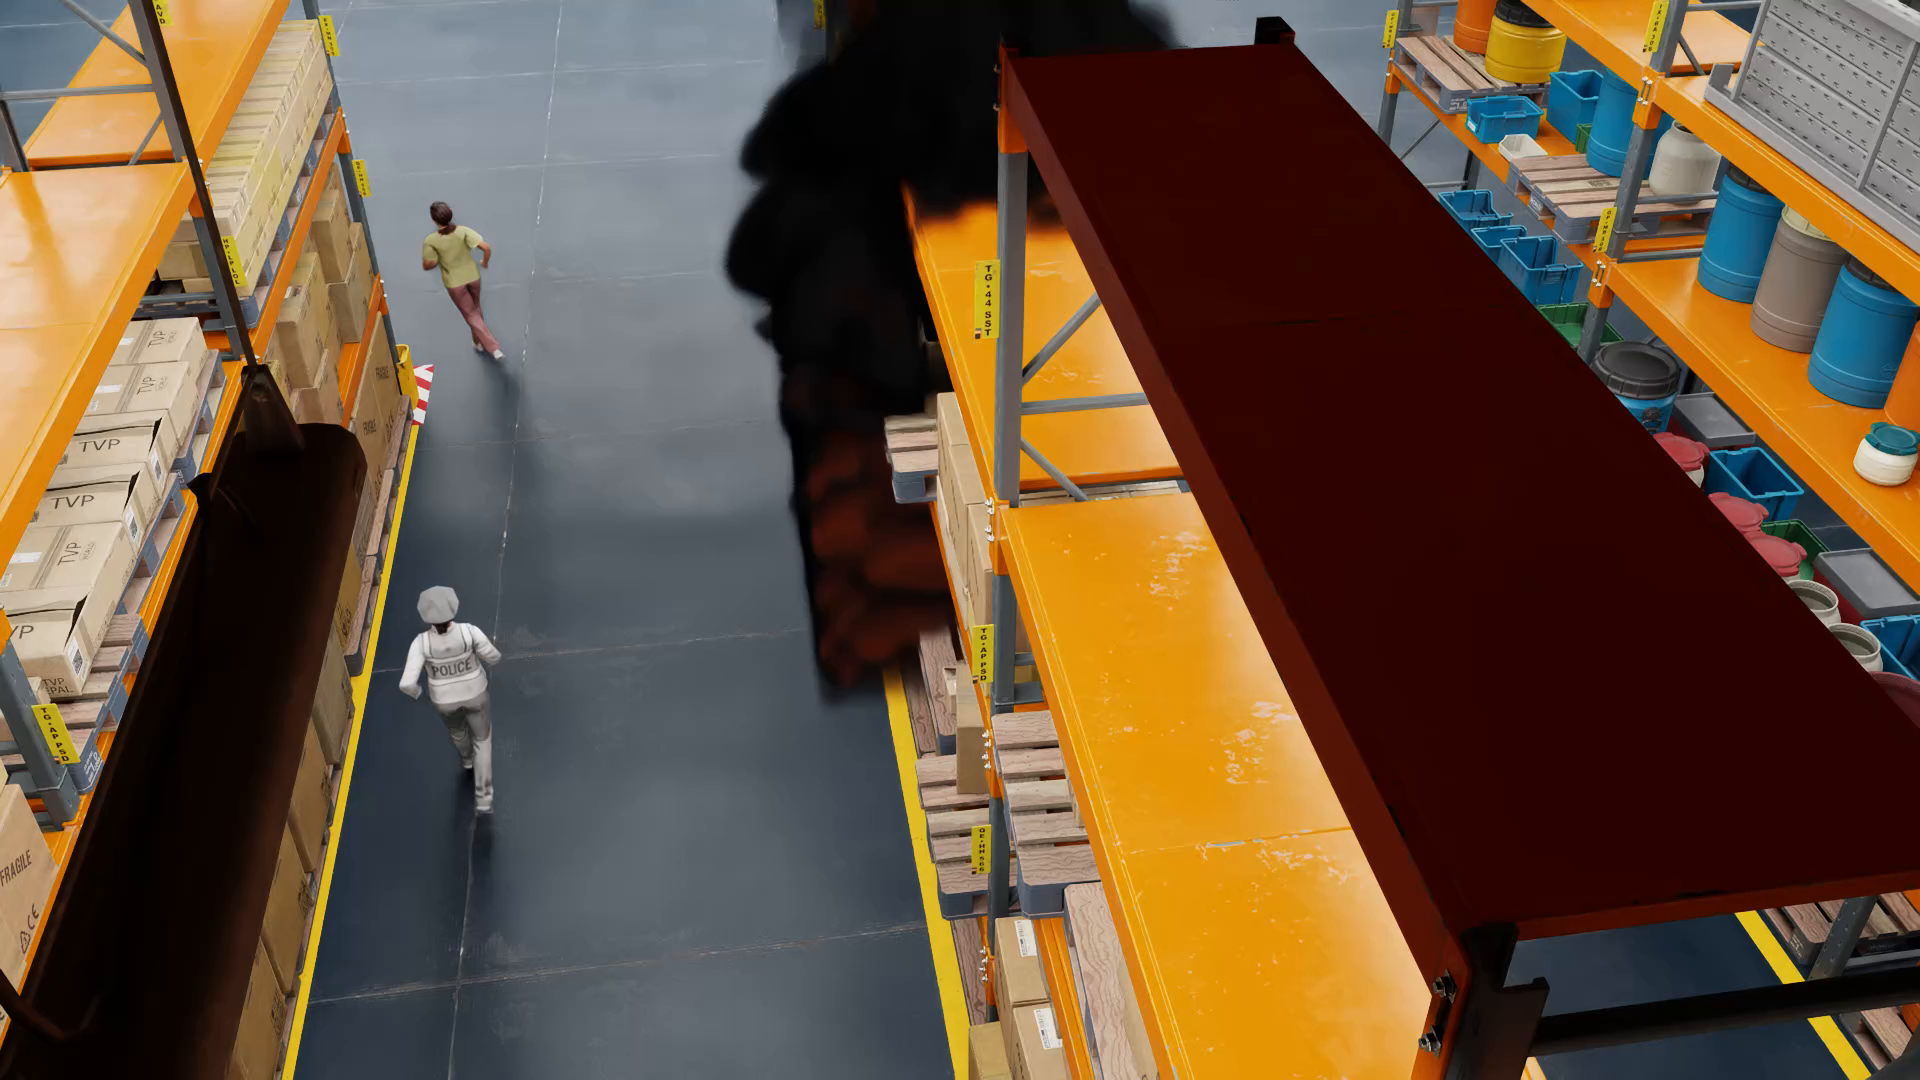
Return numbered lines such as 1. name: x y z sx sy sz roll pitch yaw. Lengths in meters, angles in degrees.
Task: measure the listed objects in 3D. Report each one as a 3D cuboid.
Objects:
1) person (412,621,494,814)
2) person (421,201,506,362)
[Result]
1. person: -3.250 1.028 10.634 0.453 1.654 0.937 -9 37 -12
2. person: -4.577 -2.322 15.245 0.595 1.660 0.821 -23 42 -28
